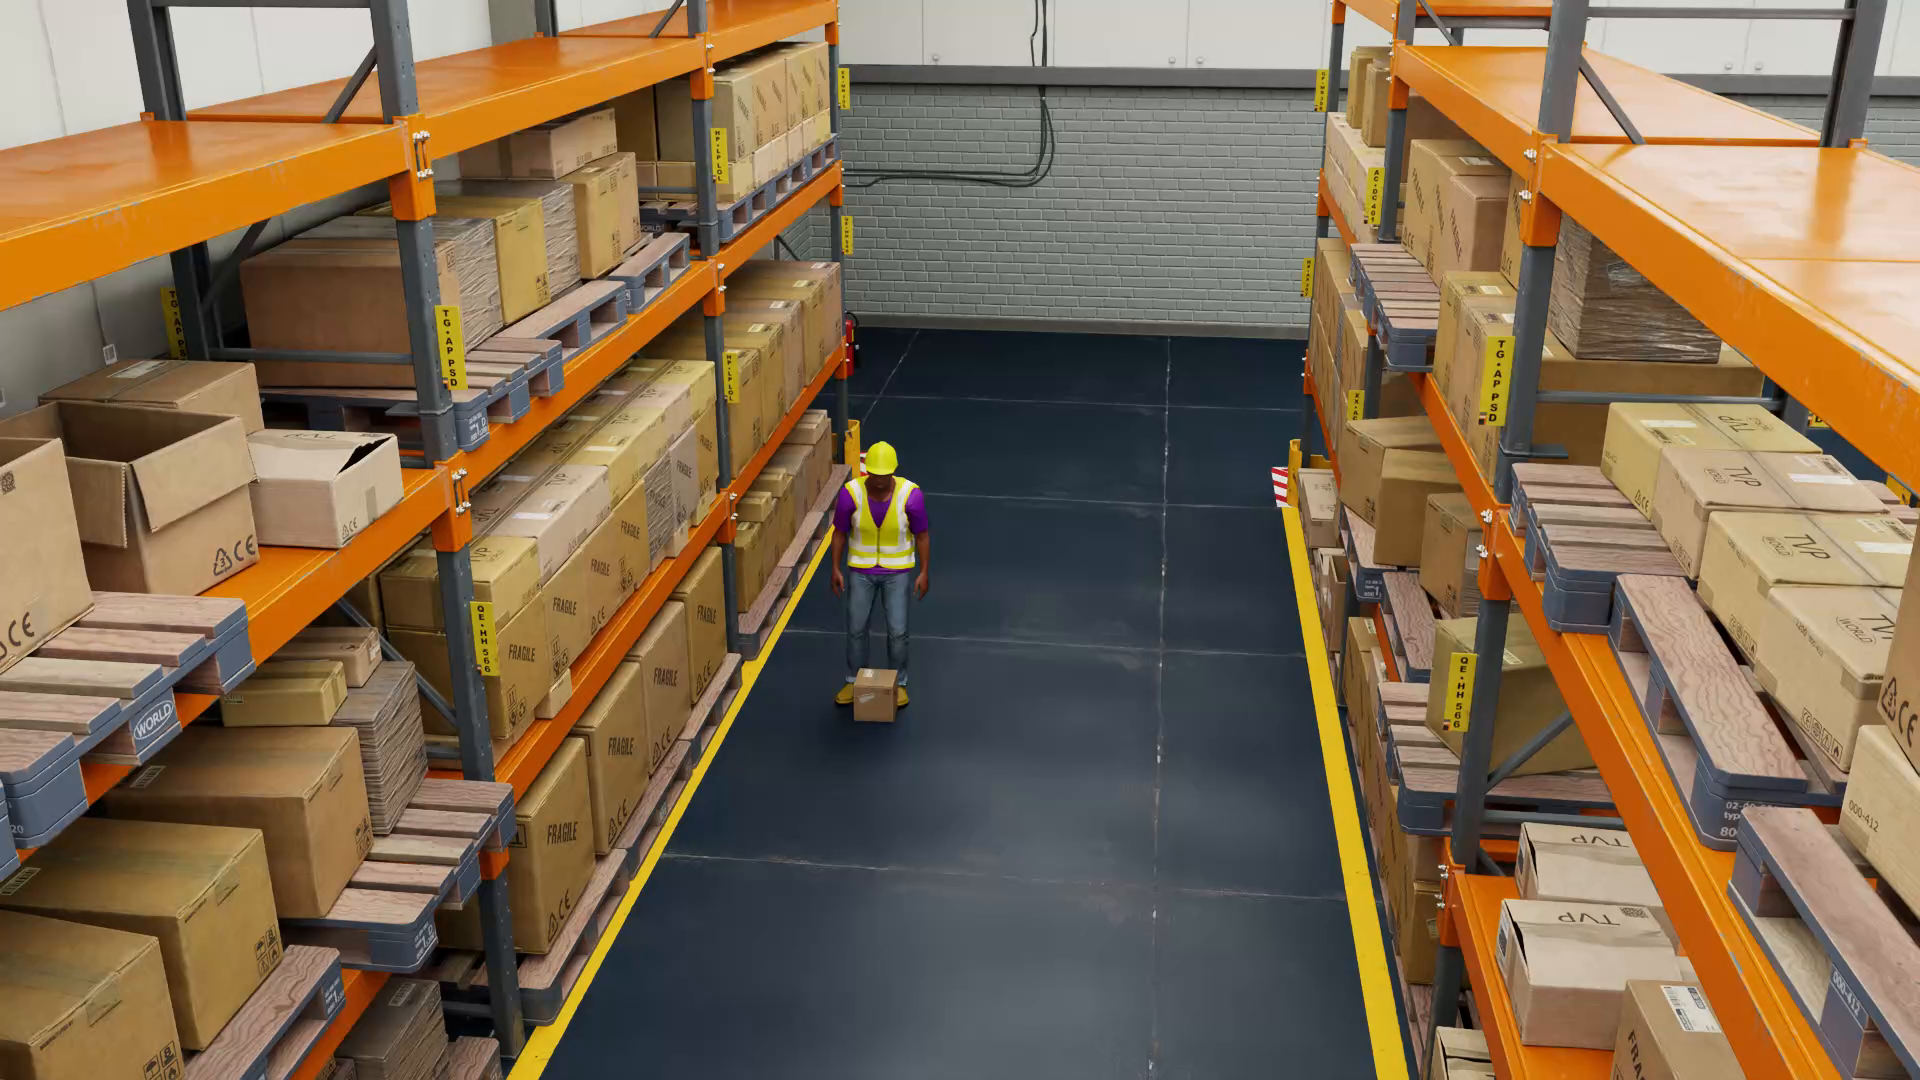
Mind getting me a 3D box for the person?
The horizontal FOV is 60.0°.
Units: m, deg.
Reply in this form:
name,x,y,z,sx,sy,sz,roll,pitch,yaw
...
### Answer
name,x,y,z,sx,sy,sz,roll,pitch,yaw
person,-0.507,0.204,10.527,0.633,1.759,0.462,1,21,3
